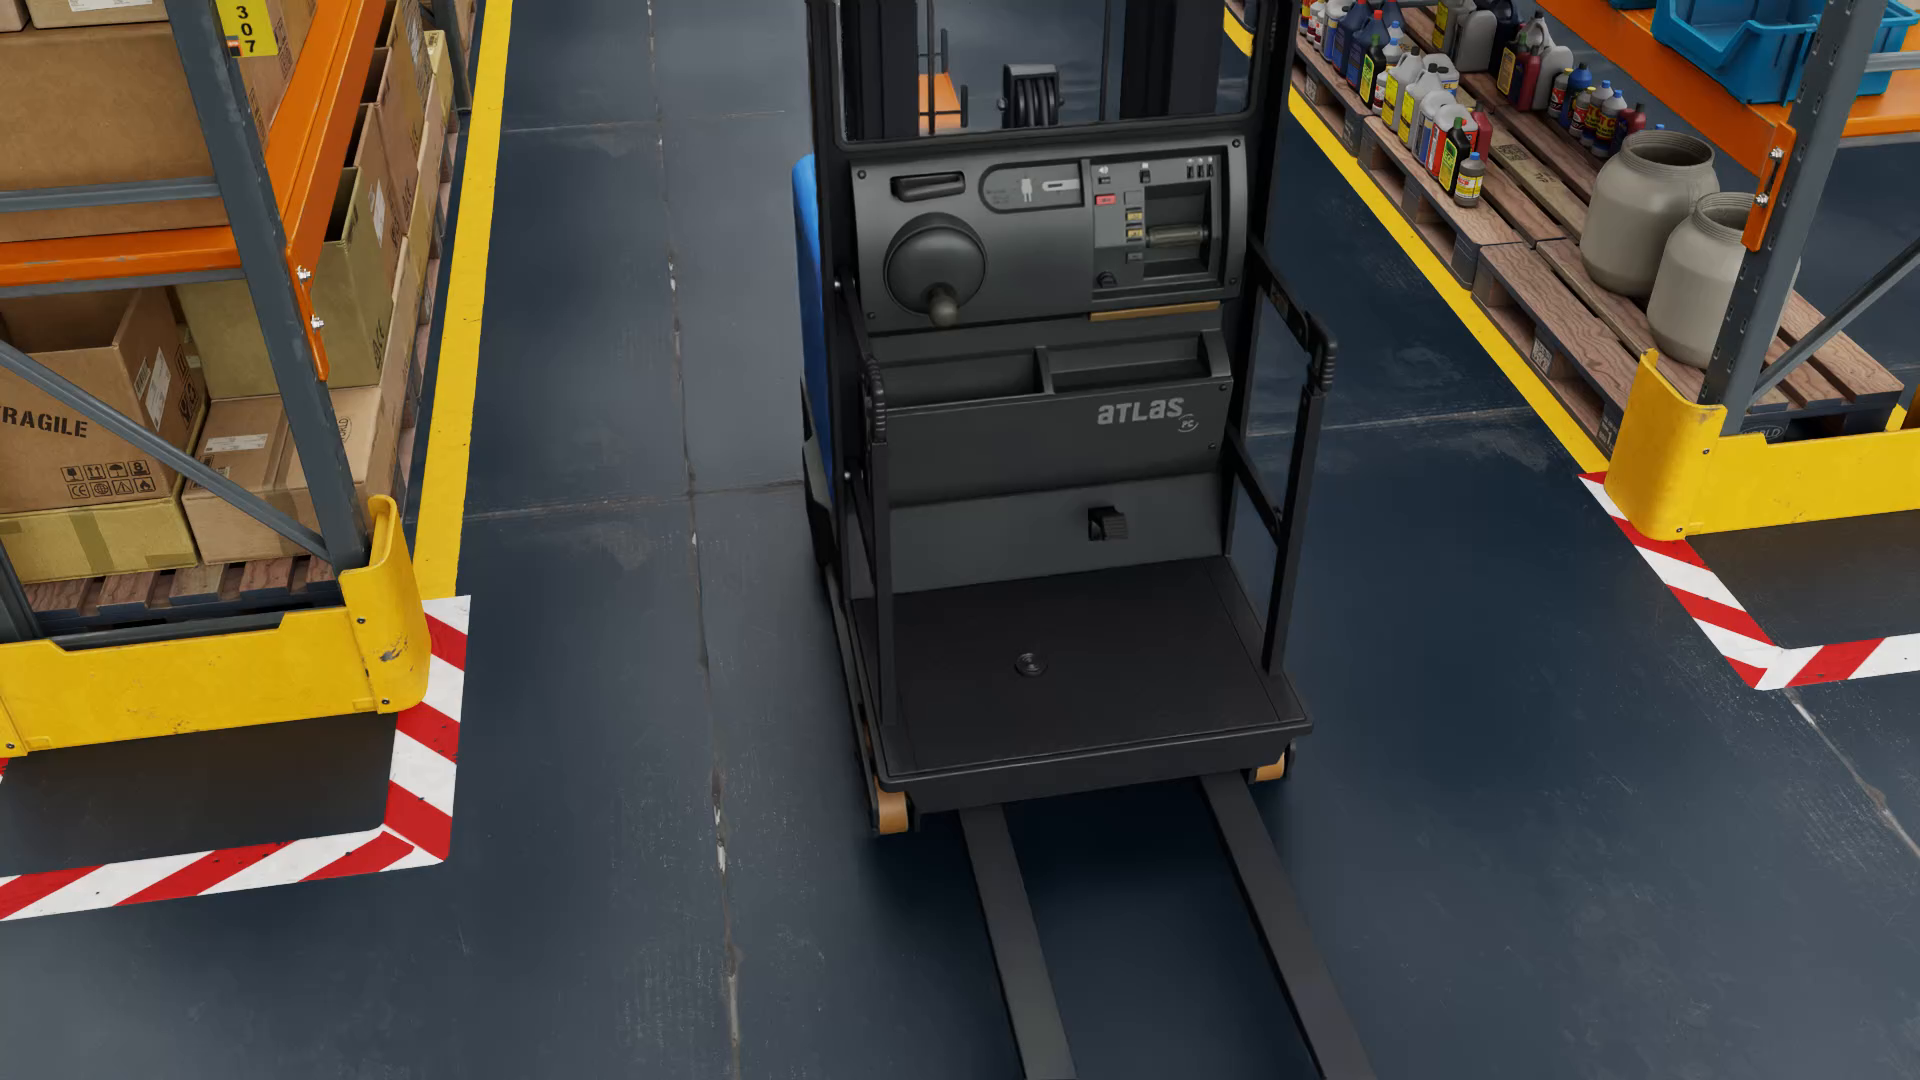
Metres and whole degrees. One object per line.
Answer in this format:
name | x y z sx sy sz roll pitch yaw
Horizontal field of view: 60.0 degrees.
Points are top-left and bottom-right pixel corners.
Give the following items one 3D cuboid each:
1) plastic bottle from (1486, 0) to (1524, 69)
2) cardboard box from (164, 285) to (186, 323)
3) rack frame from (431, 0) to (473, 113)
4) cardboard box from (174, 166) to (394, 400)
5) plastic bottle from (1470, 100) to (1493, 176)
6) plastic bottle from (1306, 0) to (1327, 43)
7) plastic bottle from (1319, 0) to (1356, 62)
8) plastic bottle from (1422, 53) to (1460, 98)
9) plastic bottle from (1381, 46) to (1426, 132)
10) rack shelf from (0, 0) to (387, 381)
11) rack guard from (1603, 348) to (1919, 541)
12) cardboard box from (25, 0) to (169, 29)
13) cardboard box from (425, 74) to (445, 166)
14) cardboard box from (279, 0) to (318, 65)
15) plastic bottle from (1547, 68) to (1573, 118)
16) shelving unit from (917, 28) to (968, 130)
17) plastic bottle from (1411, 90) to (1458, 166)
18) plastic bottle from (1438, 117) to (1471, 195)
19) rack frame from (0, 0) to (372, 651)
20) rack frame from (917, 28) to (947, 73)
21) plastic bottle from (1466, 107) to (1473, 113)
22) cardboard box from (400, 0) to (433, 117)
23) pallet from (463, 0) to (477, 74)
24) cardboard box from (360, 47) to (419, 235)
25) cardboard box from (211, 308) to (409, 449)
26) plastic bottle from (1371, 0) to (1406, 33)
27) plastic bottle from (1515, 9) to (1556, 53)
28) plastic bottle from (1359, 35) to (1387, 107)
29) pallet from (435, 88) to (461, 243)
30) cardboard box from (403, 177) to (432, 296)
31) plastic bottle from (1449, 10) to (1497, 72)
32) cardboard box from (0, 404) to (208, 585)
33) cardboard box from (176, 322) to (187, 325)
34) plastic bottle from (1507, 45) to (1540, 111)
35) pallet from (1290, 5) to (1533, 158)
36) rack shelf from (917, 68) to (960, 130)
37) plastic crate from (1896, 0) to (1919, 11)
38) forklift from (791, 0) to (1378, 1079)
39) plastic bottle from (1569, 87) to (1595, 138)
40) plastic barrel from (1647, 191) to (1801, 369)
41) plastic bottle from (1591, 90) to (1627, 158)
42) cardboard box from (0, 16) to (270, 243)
plastic bottle | 2.499 -2.371 7.657 0.144 0.351 0.185 -8 39 -10
cardboard box | -2.684 -1.041 5.433 0.500 0.500 0.500 -6 38 -8
rack frame | -2.808 -3.187 6.907 1.000 3.000 0.127 -6 38 -8
cardboard box | -2.072 -0.796 5.118 0.500 0.500 0.500 -6 38 -8
plastic bottle | 2.104 -1.631 6.760 0.061 0.283 0.133 -6 38 -8
plastic bottle | 1.711 -2.485 7.926 0.097 0.201 0.097 0 38 0
plastic bottle | 1.777 -2.383 7.734 0.152 0.276 0.135 -5 38 -6
plastic bottle | 2.051 -1.943 7.168 0.152 0.276 0.135 -6 38 -8
plastic bottle | 1.910 -1.942 7.105 0.144 0.351 0.185 -7 38 -8
rack shelf | -2.458 -1.694 5.572 1.077 0.370 4.000 -6 38 -8
rack guard | 2.711 -0.355 5.299 1.175 0.500 0.348 -6 38 -8
cardboard box | -1.964 -1.326 3.902 0.380 0.149 0.250 -6 38 -8
cardboard box | -2.434 -1.707 6.901 0.500 0.250 0.500 -6 38 -8
cardboard box | -2.354 -1.711 4.925 0.700 0.500 0.500 -6 38 -8
plastic bottle | 2.628 -1.950 7.237 0.097 0.201 0.097 0 38 0
shelving unit | -0.128 -1.044 5.608 0.258 1.200 0.503 -5 37 -6
plastic bottle | 1.975 -1.700 6.855 0.152 0.276 0.135 -7 38 -9
plastic bottle | 1.978 -1.533 6.634 0.061 0.283 0.133 -5 38 -7
rack frame | -2.107 -0.771 3.797 1.000 3.000 0.127 -6 38 -8
rack frame | -0.160 -1.189 5.802 0.240 1.200 0.015 -5 37 -6
plastic bottle | 2.095 -1.695 6.910 0.097 0.201 0.097 0 38 0
cardboard box | -2.436 -2.003 6.671 0.500 0.500 0.500 -6 38 -8
pallet | -2.976 -2.526 8.330 1.003 0.211 1.213 -6 38 -8
cardboard box | -2.242 -1.401 5.896 0.500 0.500 0.500 -6 38 -8
cardboard box | -2.073 -0.500 5.348 0.500 0.250 0.500 -6 38 -8
plastic bottle | 1.944 -2.328 7.602 0.144 0.351 0.185 -6 38 -8
plastic bottle | 2.556 -2.176 7.406 0.144 0.351 0.185 -6 38 -8
plastic bottle | 1.823 -2.068 7.322 0.061 0.283 0.133 -5 38 -6
pallet | -2.710 -1.601 7.138 1.003 0.211 1.213 -6 38 -8
cardboard box | -2.243 -1.105 6.126 0.500 0.250 0.500 -6 38 -8
plastic bottle | 2.358 -2.310 7.640 0.152 0.276 0.135 -6 38 -8
cardboard box | -2.492 -0.143 4.888 0.500 0.250 0.500 -6 38 -8
cardboard box | -2.681 -0.745 5.663 0.500 0.250 0.500 -6 38 -8
plastic bottle | 2.476 -2.039 7.285 0.061 0.283 0.133 -6 38 -8
pallet | 2.146 -2.206 7.917 1.003 0.211 1.213 -6 38 -8
rack shelf | -0.129 -1.358 5.373 0.258 0.148 0.480 -5 37 -6
plastic crate | 2.930 -1.772 5.301 0.298 0.136 0.250 -6 38 -8
forklift | 0.991 -2.251 5.132 3.360 3.703 6.917 -7 38 -8
plastic bottle | 2.664 -1.826 7.077 0.097 0.201 0.097 0 38 0
plastic barrel | 2.580 -0.874 5.615 0.421 0.512 0.421 0 38 0
plastic bottle | 2.699 -1.733 6.901 0.097 0.271 0.097 0 38 0
cardboard box | -2.176 -1.093 4.131 0.700 0.500 0.500 -6 38 -8
